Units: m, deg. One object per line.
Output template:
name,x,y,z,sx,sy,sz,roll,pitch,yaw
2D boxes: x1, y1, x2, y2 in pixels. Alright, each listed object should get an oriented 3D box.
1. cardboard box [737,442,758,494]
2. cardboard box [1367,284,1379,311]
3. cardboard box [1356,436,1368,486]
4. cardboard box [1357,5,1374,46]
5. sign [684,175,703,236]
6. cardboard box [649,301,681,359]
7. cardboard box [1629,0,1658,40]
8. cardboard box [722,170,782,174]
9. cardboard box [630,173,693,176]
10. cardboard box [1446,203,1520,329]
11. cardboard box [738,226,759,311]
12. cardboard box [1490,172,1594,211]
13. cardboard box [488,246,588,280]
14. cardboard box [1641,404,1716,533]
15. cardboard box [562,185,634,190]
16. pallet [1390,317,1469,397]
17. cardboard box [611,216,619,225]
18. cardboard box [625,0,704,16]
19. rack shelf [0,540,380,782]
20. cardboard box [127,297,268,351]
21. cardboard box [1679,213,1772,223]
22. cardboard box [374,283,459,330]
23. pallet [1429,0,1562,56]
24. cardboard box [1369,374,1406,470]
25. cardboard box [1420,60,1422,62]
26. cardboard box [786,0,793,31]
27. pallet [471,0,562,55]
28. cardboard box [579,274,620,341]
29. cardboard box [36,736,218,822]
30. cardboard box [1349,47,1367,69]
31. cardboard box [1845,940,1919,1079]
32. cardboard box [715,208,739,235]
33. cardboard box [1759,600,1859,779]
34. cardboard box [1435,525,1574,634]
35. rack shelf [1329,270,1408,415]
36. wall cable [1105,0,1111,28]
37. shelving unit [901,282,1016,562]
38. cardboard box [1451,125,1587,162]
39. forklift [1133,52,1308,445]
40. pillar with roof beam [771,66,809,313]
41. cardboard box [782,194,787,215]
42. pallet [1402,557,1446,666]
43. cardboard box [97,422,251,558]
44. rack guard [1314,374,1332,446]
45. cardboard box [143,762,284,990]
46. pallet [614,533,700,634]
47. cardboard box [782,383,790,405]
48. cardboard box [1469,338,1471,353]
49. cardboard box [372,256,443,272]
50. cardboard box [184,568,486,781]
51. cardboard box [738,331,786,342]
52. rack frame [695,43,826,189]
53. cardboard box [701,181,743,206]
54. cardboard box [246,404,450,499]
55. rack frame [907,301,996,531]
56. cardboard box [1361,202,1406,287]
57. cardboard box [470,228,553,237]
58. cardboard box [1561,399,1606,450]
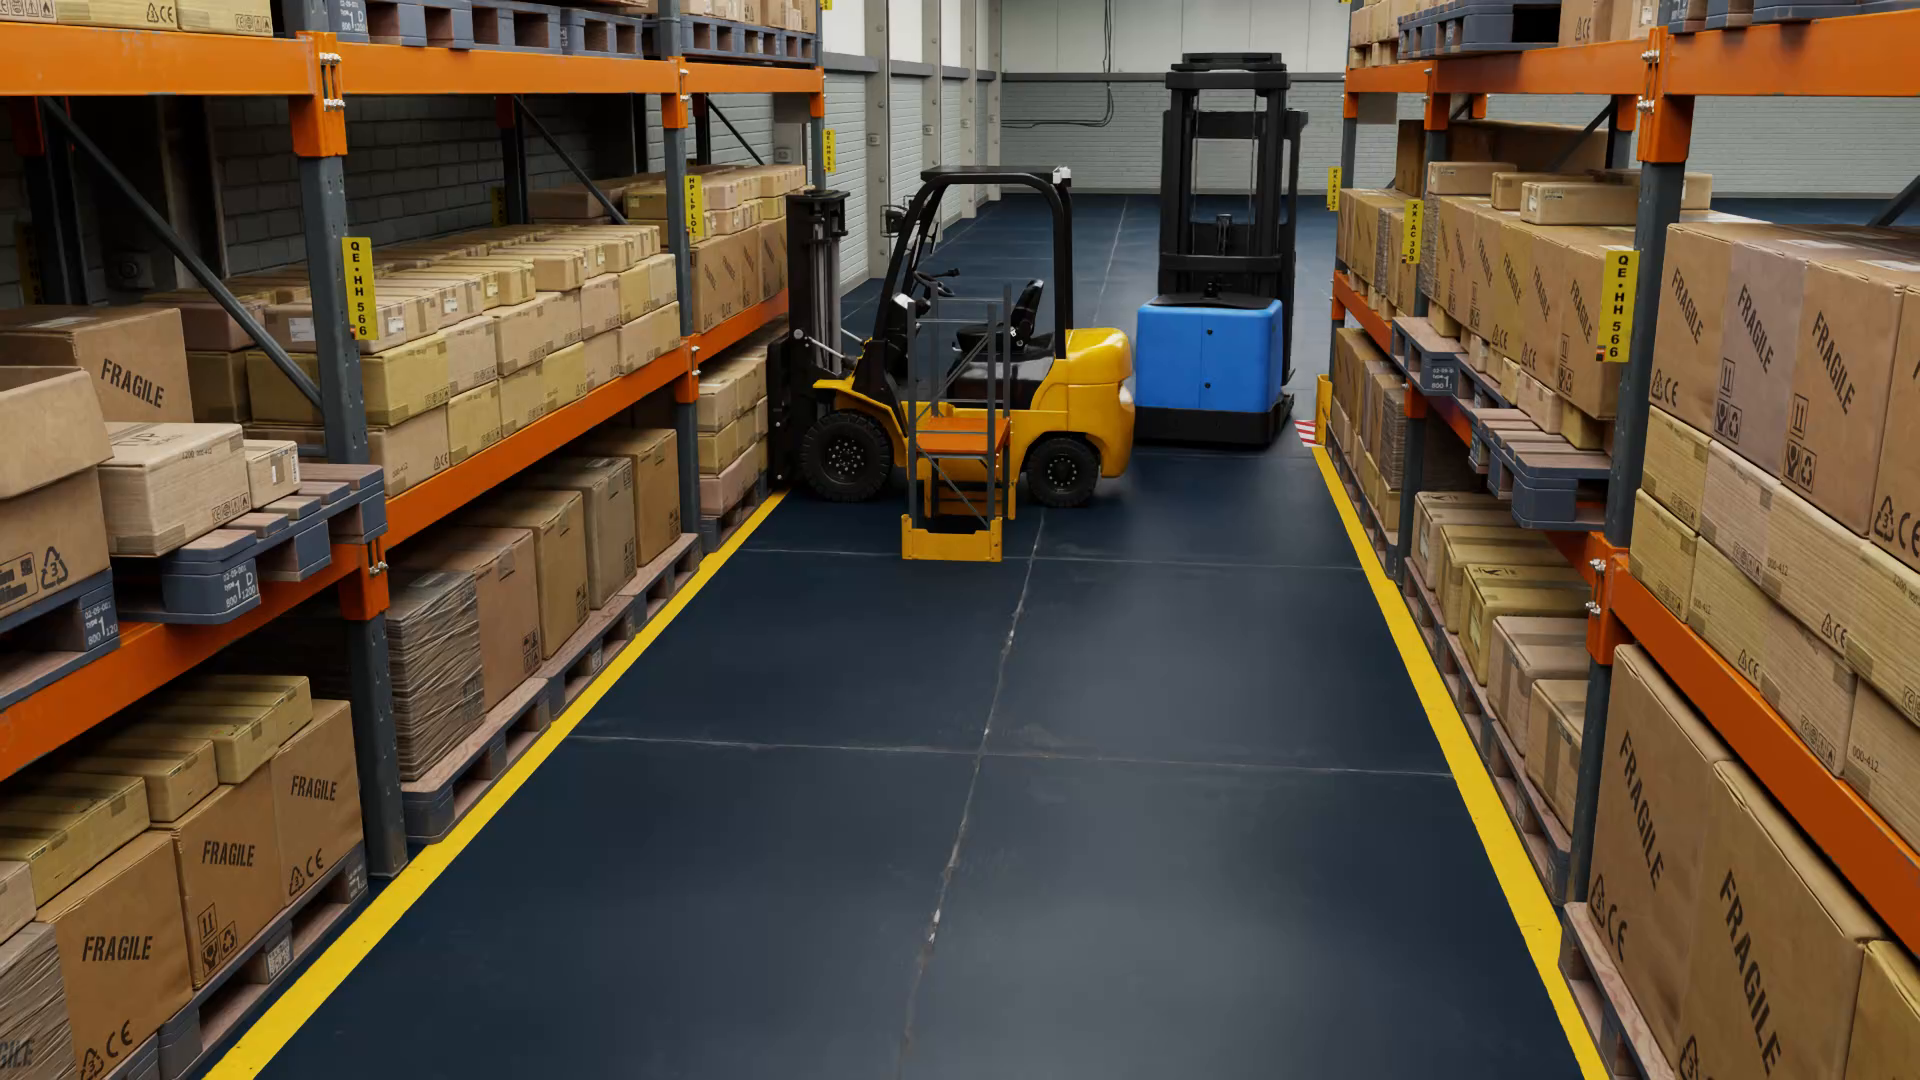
cardboard box,-1.583,-0.456,10.564,0.500,0.250,0.500,1,15,5
cardboard box,2.820,-1.555,10.648,0.380,0.149,0.250,2,15,7
cardboard box,2.836,-0.494,10.706,0.500,0.250,0.500,2,15,7
cardboard box,2.987,-3.491,11.297,0.500,0.250,0.500,1,15,5
sign,-1.468,-1.840,9.153,0.100,0.325,0.005,2,15,6
cardboard box,-1.805,-1.122,8.851,0.500,0.250,0.500,2,15,8
cardboard box,2.319,-1.629,5.175,0.380,0.149,0.250,2,15,6
cardboard box,-1.490,-2.580,11.952,0.380,0.149,0.250,2,15,7
cardboard box,-2.061,-2.460,11.510,0.380,0.149,0.250,1,15,5
cardboard box,2.461,-1.211,7.328,0.500,0.500,0.500,2,15,6
cardboard box,-1.601,-1.755,10.715,0.500,0.500,0.500,2,15,6
cardboard box,2.499,-1.499,7.149,0.380,0.149,0.250,3,15,9
cardboard box,-1.941,-1.266,7.665,0.380,0.149,0.250,2,15,7
cardboard box,2.170,-0.195,4.465,0.500,0.250,0.500,2,15,6
cardboard box,-2.187,-2.062,10.037,0.380,0.149,0.250,2,15,6
pallet,2.693,-0.901,8.114,1.003,0.211,1.213,2,15,6
cardboard box,-2.234,-1.851,9.826,0.380,0.149,0.250,1,15,5
cardboard box,-1.656,-3.018,9.314,0.380,0.149,0.250,2,15,7
rack shelf,-2.686,0.571,3.682,1.077,0.370,4.000,2,15,6
cardboard box,-2.624,-0.747,5.743,0.380,0.149,0.250,2,15,8
cardboard box,2.922,-1.057,6.759,0.500,0.500,0.500,1,15,4
cardboard box,-2.099,-0.867,6.188,0.380,0.149,0.250,2,15,8
pallet,2.634,-2.119,6.864,1.213,0.211,1.003,2,15,6
cardboard box,2.780,-0.718,10.097,0.500,0.500,0.500,2,15,7
cardboard box,2.777,-2.735,9.264,0.380,0.149,0.250,2,15,7
cardboard box,-1.378,-3.714,11.667,0.396,0.266,0.258,2,15,6
pallet,-2.349,-2.121,6.873,1.003,0.211,1.213,2,15,9
cardboard box,-1.924,-1.100,7.815,0.500,0.250,0.500,2,15,7
cardboard box,-2.338,0.670,4.679,0.380,0.149,0.250,1,15,4
cardboard box,3.015,-3.475,12.001,0.380,0.149,0.250,2,15,6
cardboard box,2.106,1.313,2.826,0.875,0.875,0.875,2,15,8
cardboard box,-1.580,-1.966,10.253,0.380,0.149,0.250,2,15,7
cardboard box,2.062,0.312,3.550,0.500,0.250,0.500,2,15,8
cardboard box,2.789,0.201,7.901,0.950,0.372,0.625,3,15,10
rack shelf,3.150,-1.359,10.818,1.077,0.370,4.000,2,15,6
wall cable,5.188,-14.477,42.735,3.097,2.526,0.112,2,15,6
shelving unit,0.009,-0.744,10.039,0.587,1.500,1.083,2,15,6
cardboard box,3.352,-2.231,9.988,0.700,0.500,0.500,1,15,5
forklift,2.233,-2.483,13.728,1.130,2.935,3.031,4,16,15
pillar with roof beam,2.423,-6.541,17.113,9.100,9.000,0.400,2,15,6
cardboard box,-1.430,-2.366,11.731,0.380,0.149,0.250,1,15,4
pallet,2.837,0.361,8.423,1.003,0.211,1.213,2,15,6
cardboard box,-2.257,-0.142,4.424,0.500,0.250,0.500,1,15,4
rack guard,3.367,-0.998,12.896,1.175,0.500,0.348,2,15,6
cardboard box,-2.361,0.954,4.870,0.500,0.500,0.500,1,15,5
pallet,-2.053,0.206,8.996,1.003,0.211,1.213,2,15,6
cardboard box,-1.466,-0.957,11.461,0.500,0.250,0.500,2,15,6
cardboard box,2.454,-0.865,7.291,0.380,0.149,0.250,2,15,7
cardboard box,-2.470,-1.146,7.218,0.380,0.149,0.250,2,15,8
cardboard box,-2.376,0.487,6.359,0.875,0.625,0.625,2,15,8
cardboard box,-1.398,-1.336,11.902,0.500,0.250,0.500,2,15,7
rack frame,-1.557,-2.370,13.180,1.000,3.000,0.127,2,15,6
cardboard box,-1.585,-2.180,10.474,0.380,0.149,0.250,1,15,5
cardboard box,-2.167,-0.331,5.925,0.500,0.250,0.500,2,15,6
rack frame,-0.048,-0.614,9.561,0.500,1.500,0.032,2,15,6
cardboard box,2.885,-1.903,10.692,0.500,0.500,0.500,1,15,5
cardboard box,-2.344,-1.541,8.680,0.380,0.149,0.250,1,15,4
cardboard box,2.234,-0.395,5.553,0.380,0.149,0.250,2,15,7
